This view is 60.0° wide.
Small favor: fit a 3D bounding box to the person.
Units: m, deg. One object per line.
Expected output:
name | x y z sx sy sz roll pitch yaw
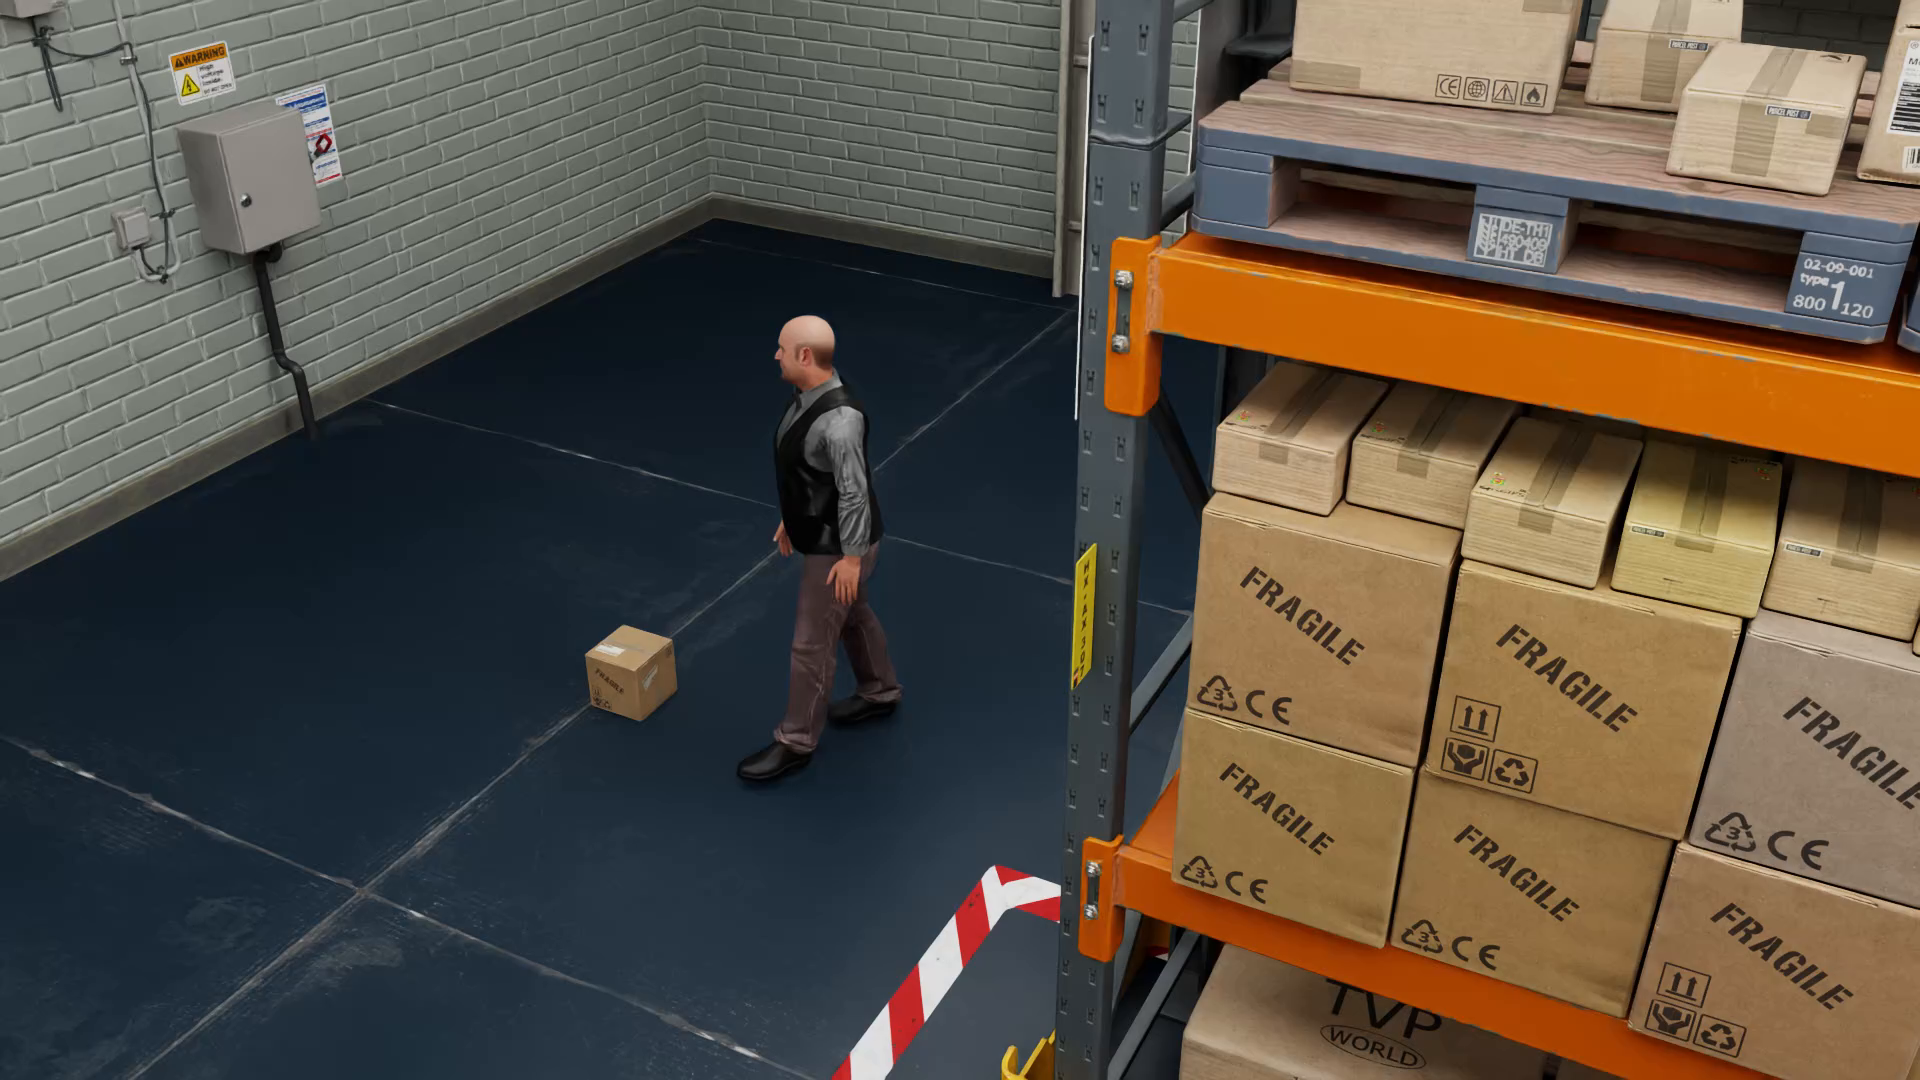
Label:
person | -0.555 0.008 6.111 0.715 1.706 0.584 -8 31 -14
